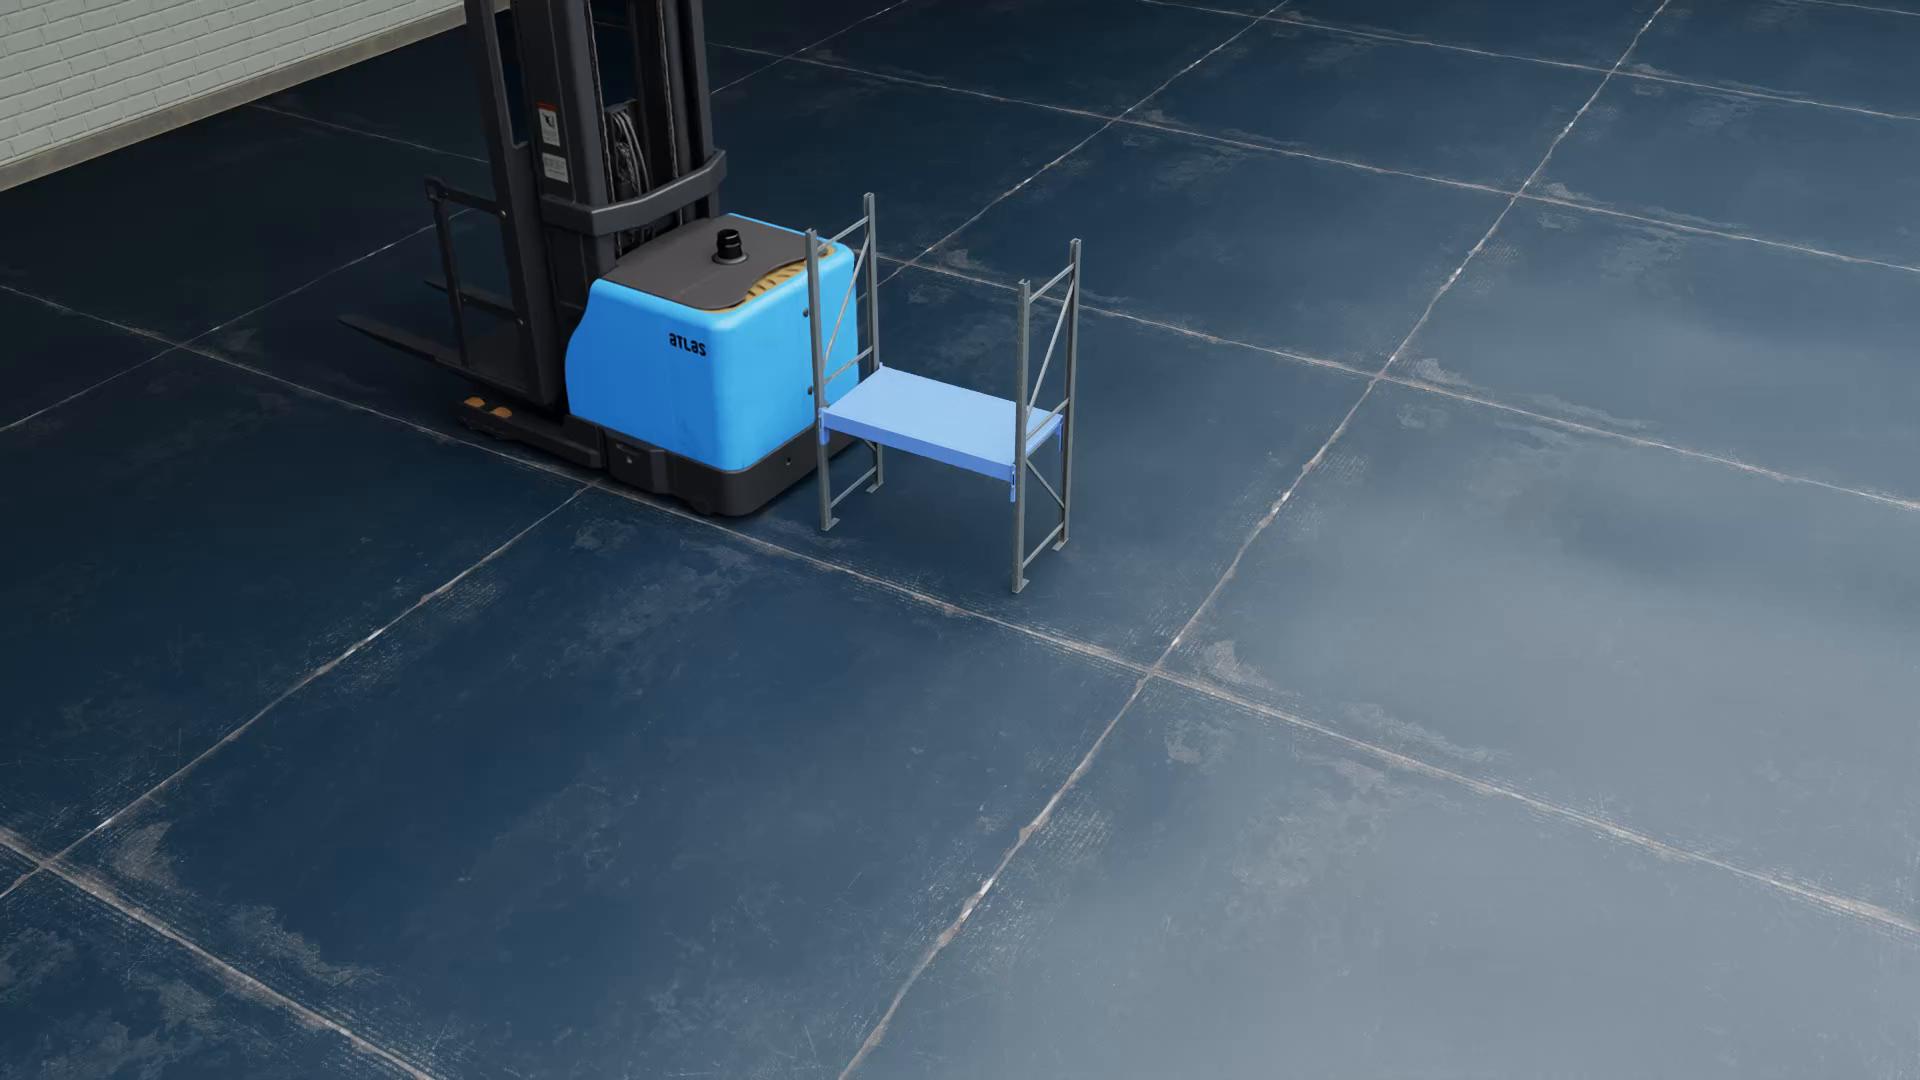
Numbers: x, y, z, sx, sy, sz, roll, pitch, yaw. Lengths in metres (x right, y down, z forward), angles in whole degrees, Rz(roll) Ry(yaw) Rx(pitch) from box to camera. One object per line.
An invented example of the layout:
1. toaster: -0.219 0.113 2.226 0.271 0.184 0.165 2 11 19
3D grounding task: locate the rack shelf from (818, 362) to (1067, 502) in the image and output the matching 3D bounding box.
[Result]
1. rack shelf: -0.074 -0.498 7.469 1.000 0.185 0.538 18 37 24

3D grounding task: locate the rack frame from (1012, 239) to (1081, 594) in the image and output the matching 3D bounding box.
1. rack frame: 0.367 -0.508 7.160 0.032 1.500 0.500 18 37 24

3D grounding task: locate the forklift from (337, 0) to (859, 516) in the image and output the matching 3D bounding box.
1. forklift: -1.999 -1.954 8.039 3.031 2.935 1.130 20 39 27

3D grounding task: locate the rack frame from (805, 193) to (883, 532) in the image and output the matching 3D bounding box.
1. rack frame: -0.515 -0.788 7.579 0.032 1.500 0.500 18 37 24

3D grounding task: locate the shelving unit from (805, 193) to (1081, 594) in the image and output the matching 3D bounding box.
1. shelving unit: -0.074 -0.648 7.370 1.048 1.500 0.538 18 37 24
